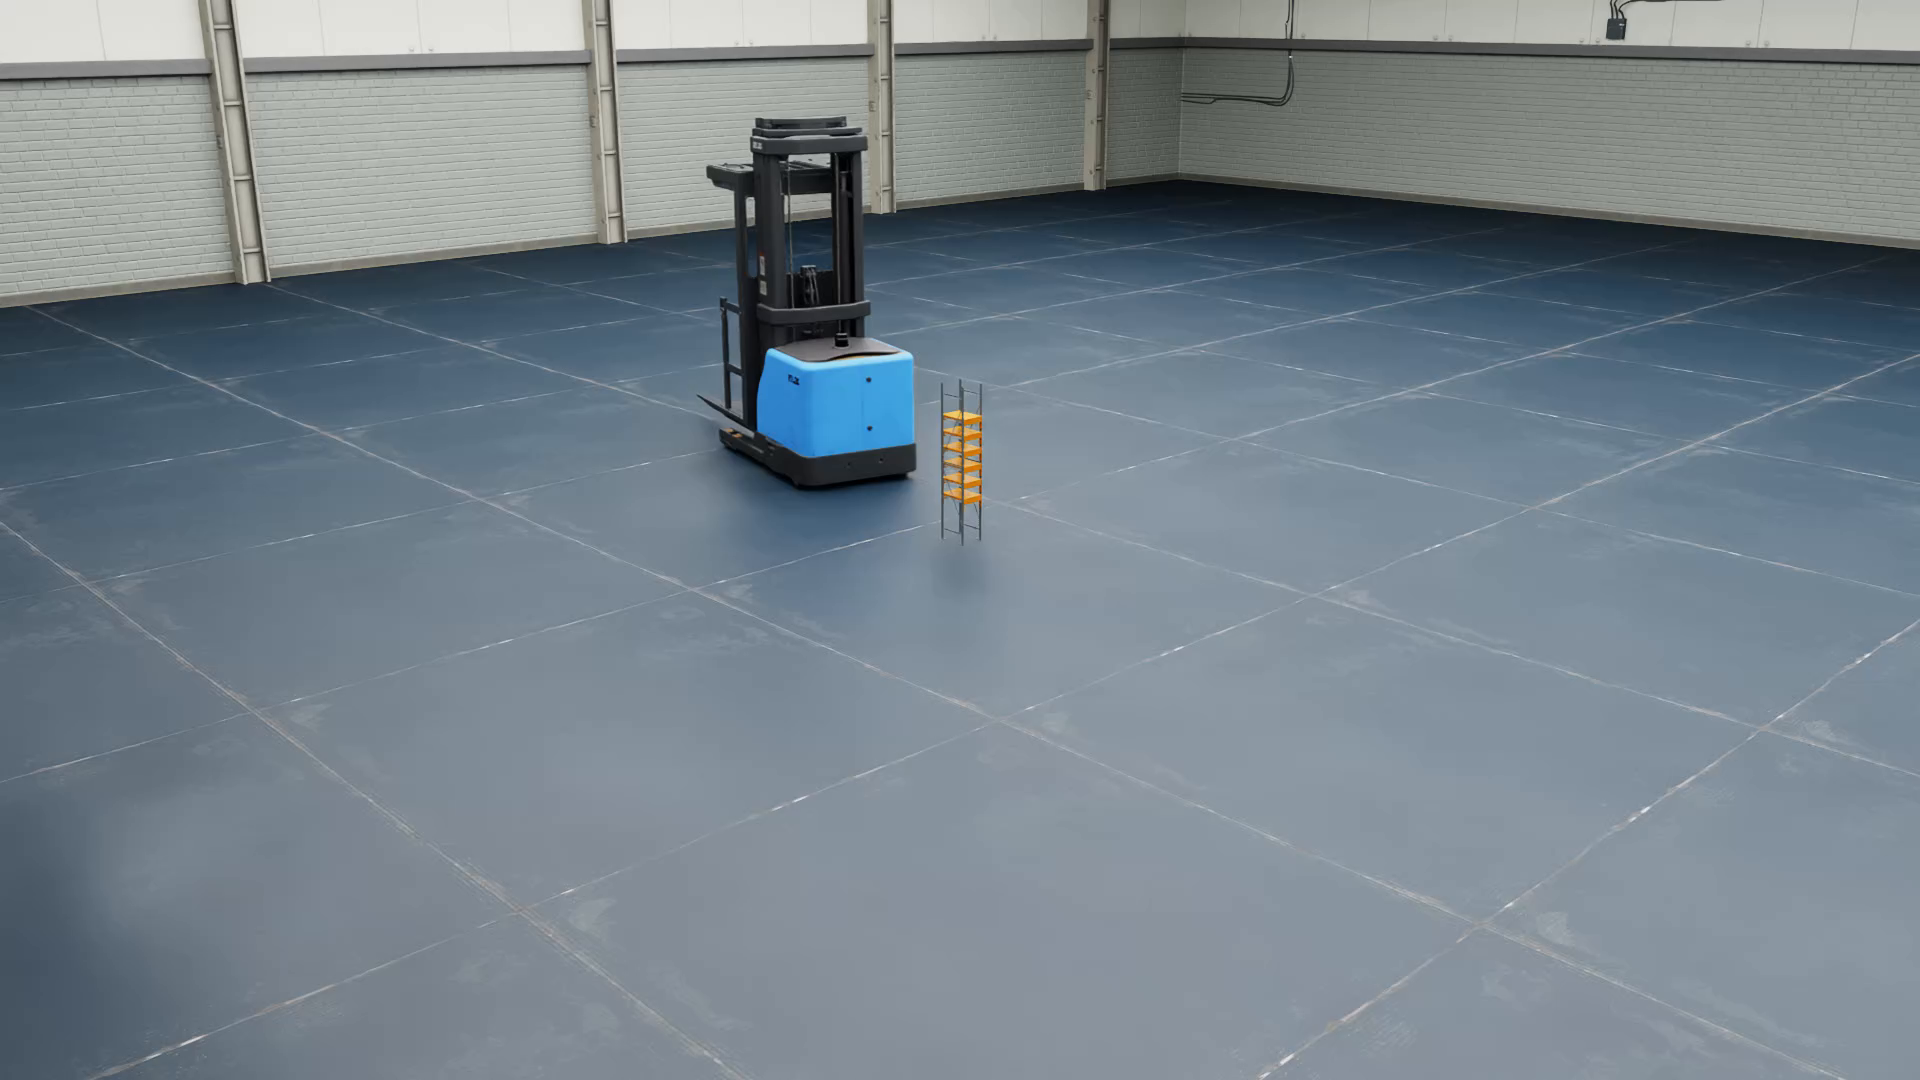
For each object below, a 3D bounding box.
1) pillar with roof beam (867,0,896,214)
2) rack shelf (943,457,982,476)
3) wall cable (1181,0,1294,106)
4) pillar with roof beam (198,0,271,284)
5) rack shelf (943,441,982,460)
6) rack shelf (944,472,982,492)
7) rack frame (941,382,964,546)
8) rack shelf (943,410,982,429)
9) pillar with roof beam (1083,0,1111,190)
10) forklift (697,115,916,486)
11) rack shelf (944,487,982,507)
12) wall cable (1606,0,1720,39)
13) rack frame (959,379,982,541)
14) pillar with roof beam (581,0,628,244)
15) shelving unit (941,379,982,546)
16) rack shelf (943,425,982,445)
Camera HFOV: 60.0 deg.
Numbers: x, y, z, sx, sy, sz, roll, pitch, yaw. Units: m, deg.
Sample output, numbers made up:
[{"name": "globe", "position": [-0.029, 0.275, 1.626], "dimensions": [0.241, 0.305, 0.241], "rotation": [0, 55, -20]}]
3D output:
[{"name": "pillar with roof beam", "position": [1.489, -9.584, 27.453], "dimensions": [0.400, 9.000, 9.100], "rotation": [-16, 24, -41]}, {"name": "rack shelf", "position": [0.011, -0.532, 12.323], "dimensions": [0.180, 0.103, 0.258], "rotation": [-16, 24, -41]}, {"name": "wall cable", "position": [5.941, -10.671, 35.840], "dimensions": [0.112, 2.526, 3.097], "rotation": [-16, 24, -41]}, {"name": "pillar with roof beam", "position": [-7.230, -7.041, 19.610], "dimensions": [0.400, 9.000, 9.100], "rotation": [-16, 24, -41]}, {"name": "rack shelf", "position": [0.011, -0.646, 12.286], "dimensions": [0.180, 0.103, 0.258], "rotation": [-16, 24, -41]}, {"name": "rack shelf", "position": [0.011, -0.417, 12.360], "dimensions": [0.180, 0.103, 0.258], "rotation": [-16, 24, -41]}, {"name": "rack frame", "position": [-0.056, -0.554, 12.249], "dimensions": [0.006, 1.200, 0.240], "rotation": [-16, 24, -41]}, {"name": "rack shelf", "position": [0.011, -0.874, 12.212], "dimensions": [0.180, 0.103, 0.258], "rotation": [-16, 24, -41]}, {"name": "pillar with roof beam", "position": [5.849, -10.855, 31.374], "dimensions": [0.400, 9.000, 9.100], "rotation": [-16, 24, -41]}, {"name": "forklift", "position": [-1.525, -2.243, 14.651], "dimensions": [1.130, 2.935, 3.031], "rotation": [-10, 20, -27]}, {"name": "rack shelf", "position": [0.011, -0.303, 12.397], "dimensions": [0.180, 0.103, 0.258], "rotation": [-16, 24, -41]}, {"name": "wall cable", "position": [12.451, -11.635, 28.265], "dimensions": [0.169, 6.003, 2.305], "rotation": [-16, 24, -41]}, {"name": "rack frame", "position": [0.077, -0.593, 12.369], "dimensions": [0.006, 1.200, 0.240], "rotation": [-16, 24, -41]}, {"name": "pillar with roof beam", "position": [-2.870, -8.312, 23.532], "dimensions": [0.400, 9.000, 9.100], "rotation": [-16, 24, -41]}, {"name": "shelving unit", "position": [0.011, -0.574, 12.309], "dimensions": [0.189, 1.200, 0.258], "rotation": [-16, 24, -41]}, {"name": "rack shelf", "position": [0.011, -0.760, 12.249], "dimensions": [0.180, 0.103, 0.258], "rotation": [-16, 24, -41]}]
